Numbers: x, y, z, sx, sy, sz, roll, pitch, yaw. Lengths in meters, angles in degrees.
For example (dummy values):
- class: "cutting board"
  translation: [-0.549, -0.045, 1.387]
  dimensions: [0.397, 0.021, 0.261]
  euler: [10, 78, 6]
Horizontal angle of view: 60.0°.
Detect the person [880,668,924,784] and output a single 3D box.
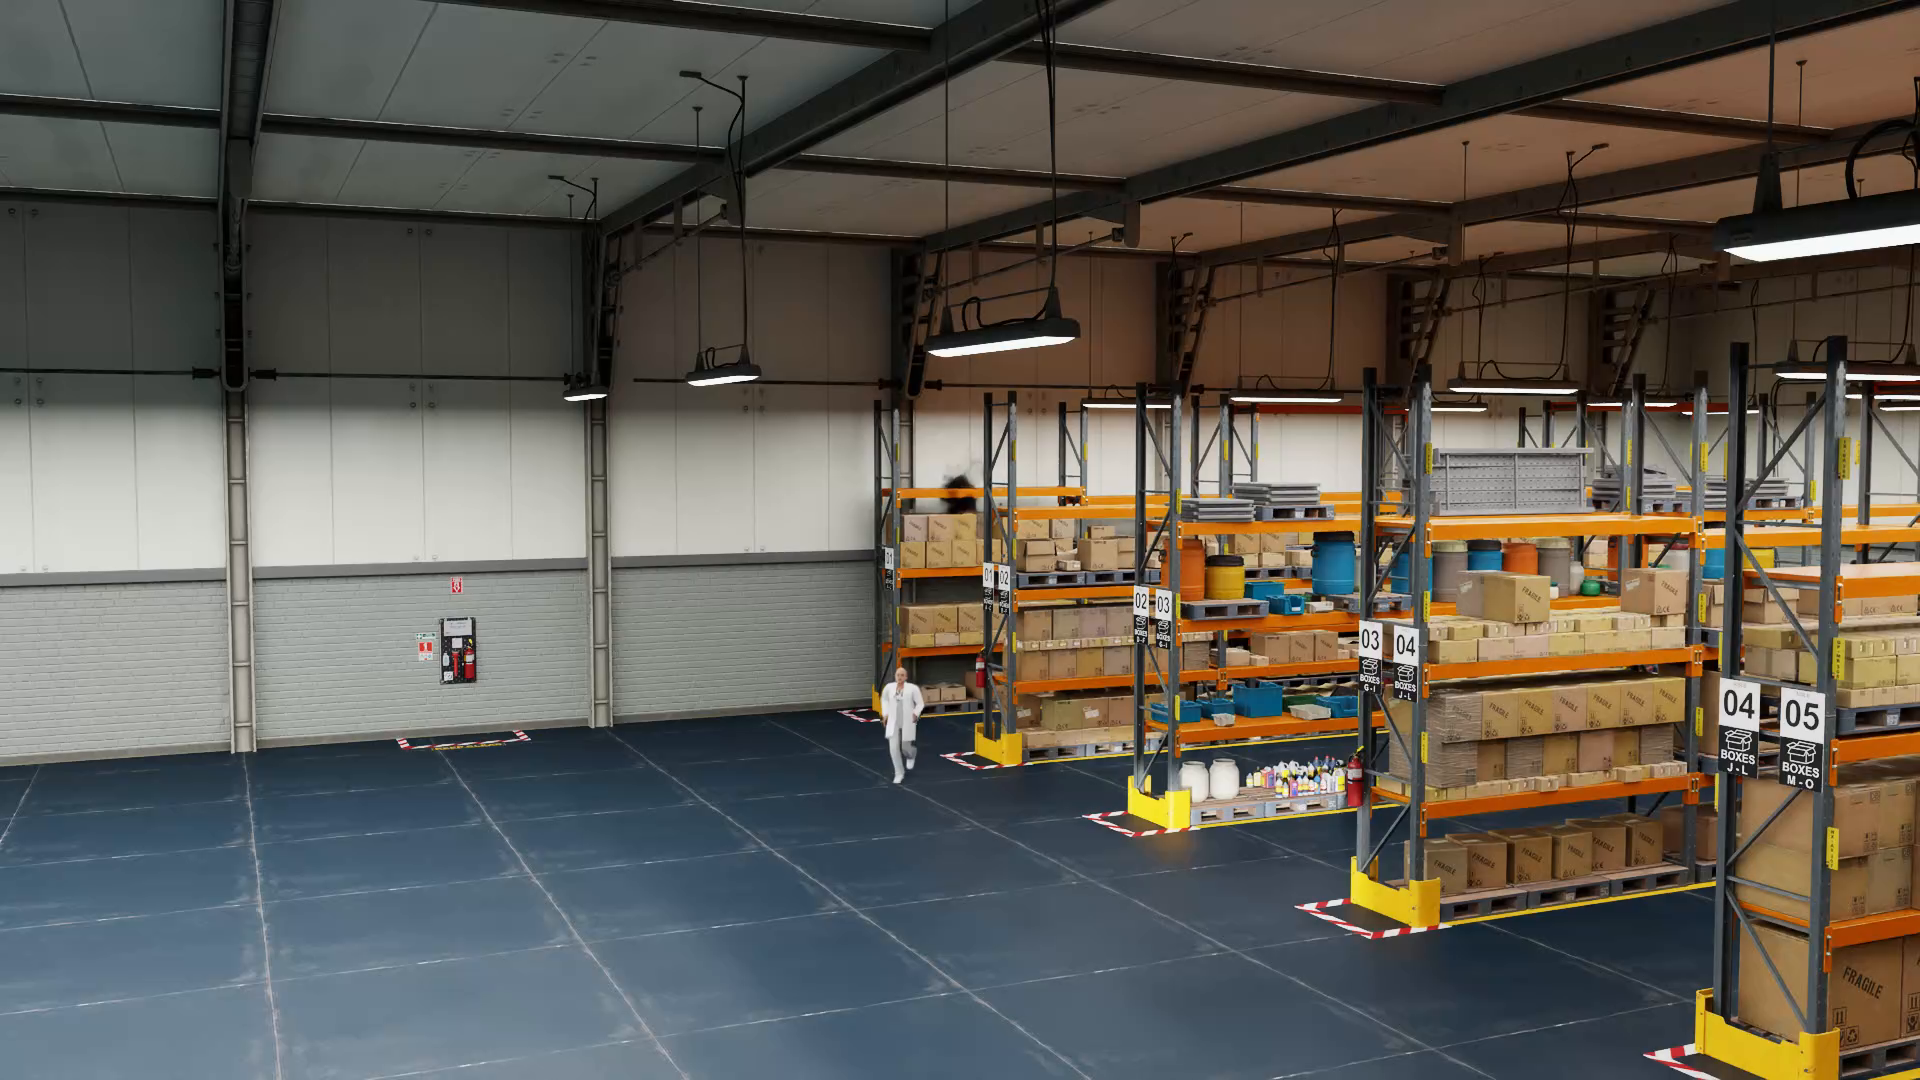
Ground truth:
- class: "person"
  translation: [-0.890, 2.813, 25.546]
  dimensions: [0.696, 1.744, 0.864]
  euler: [1, 3, 9]
